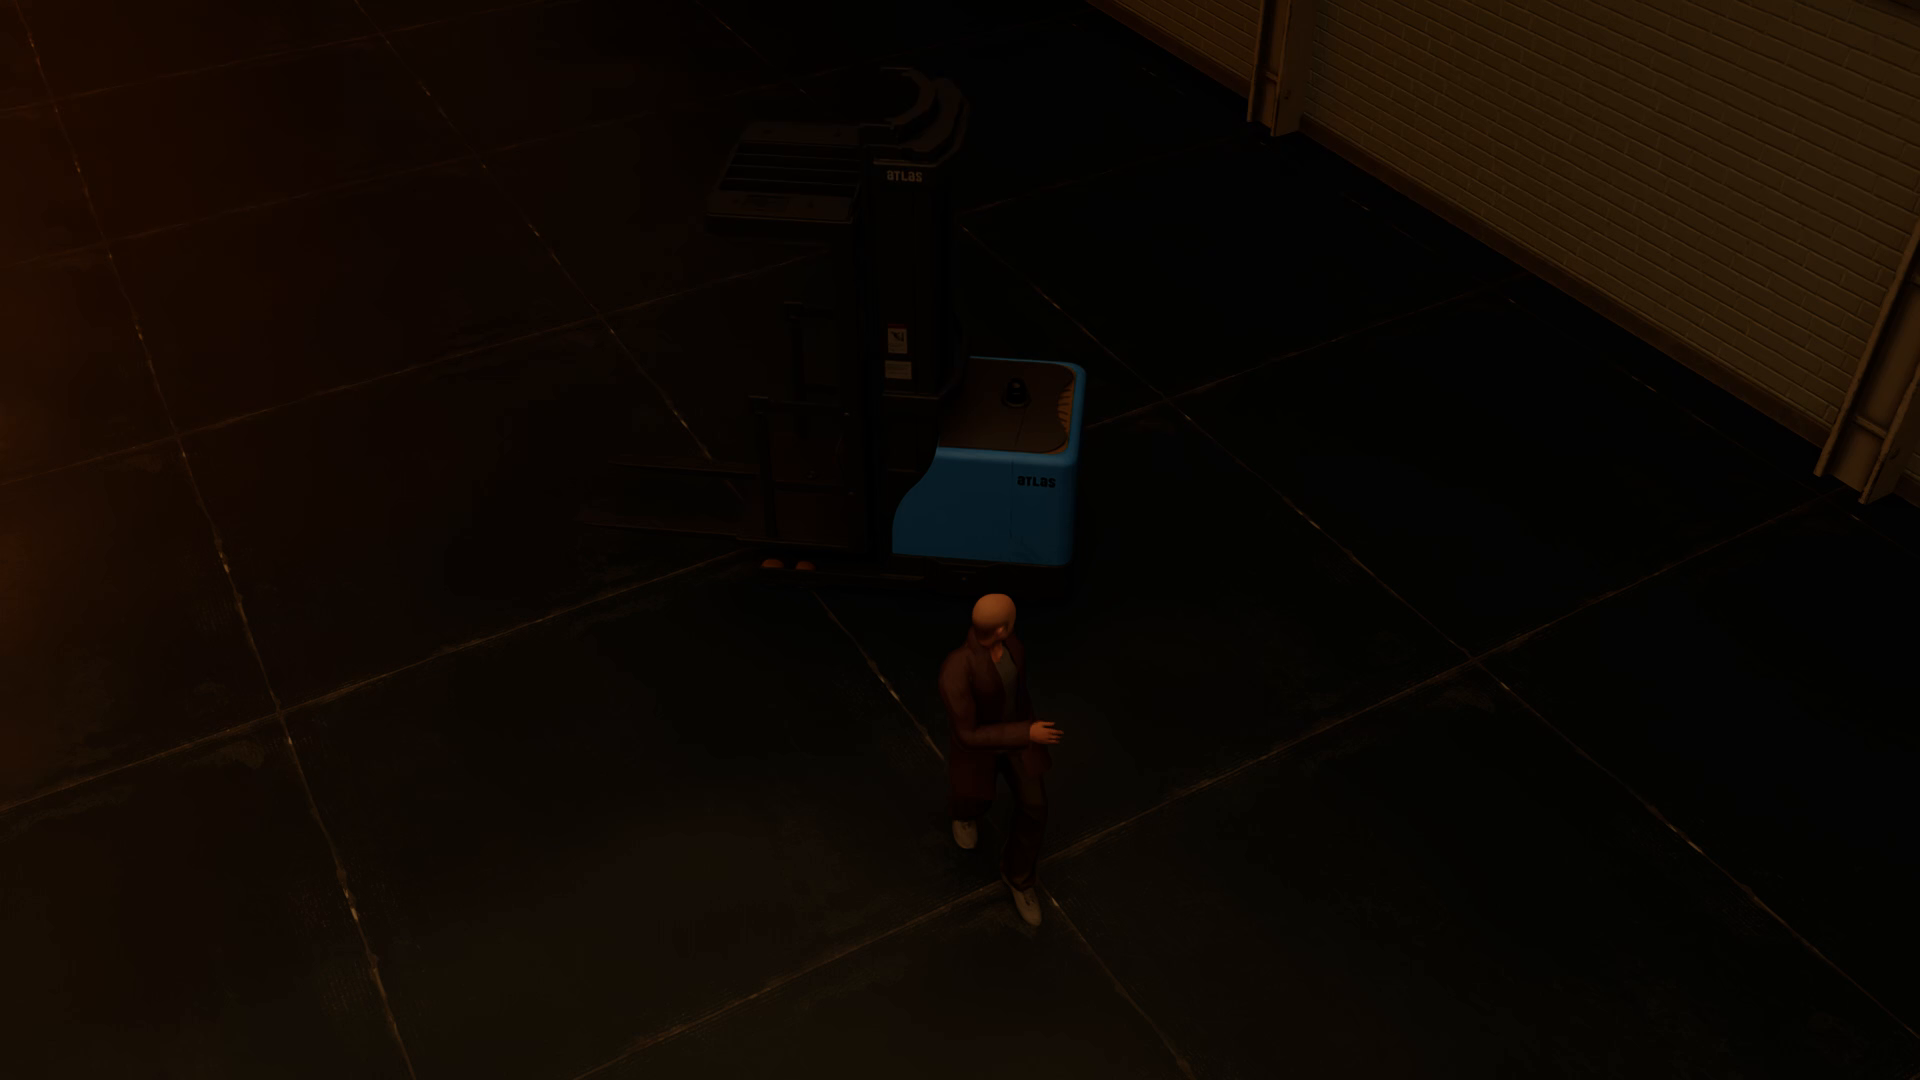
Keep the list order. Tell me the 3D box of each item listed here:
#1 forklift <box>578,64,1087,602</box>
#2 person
[{"bbox_3d":[-0.786,-1.167,9.443,3.031,2.935,1.130,4,40,5],"label":"forklift"},{"bbox_3d":[0.165,0.938,7.897,0.613,1.727,1.009,-21,44,-24],"label":"person"}]
